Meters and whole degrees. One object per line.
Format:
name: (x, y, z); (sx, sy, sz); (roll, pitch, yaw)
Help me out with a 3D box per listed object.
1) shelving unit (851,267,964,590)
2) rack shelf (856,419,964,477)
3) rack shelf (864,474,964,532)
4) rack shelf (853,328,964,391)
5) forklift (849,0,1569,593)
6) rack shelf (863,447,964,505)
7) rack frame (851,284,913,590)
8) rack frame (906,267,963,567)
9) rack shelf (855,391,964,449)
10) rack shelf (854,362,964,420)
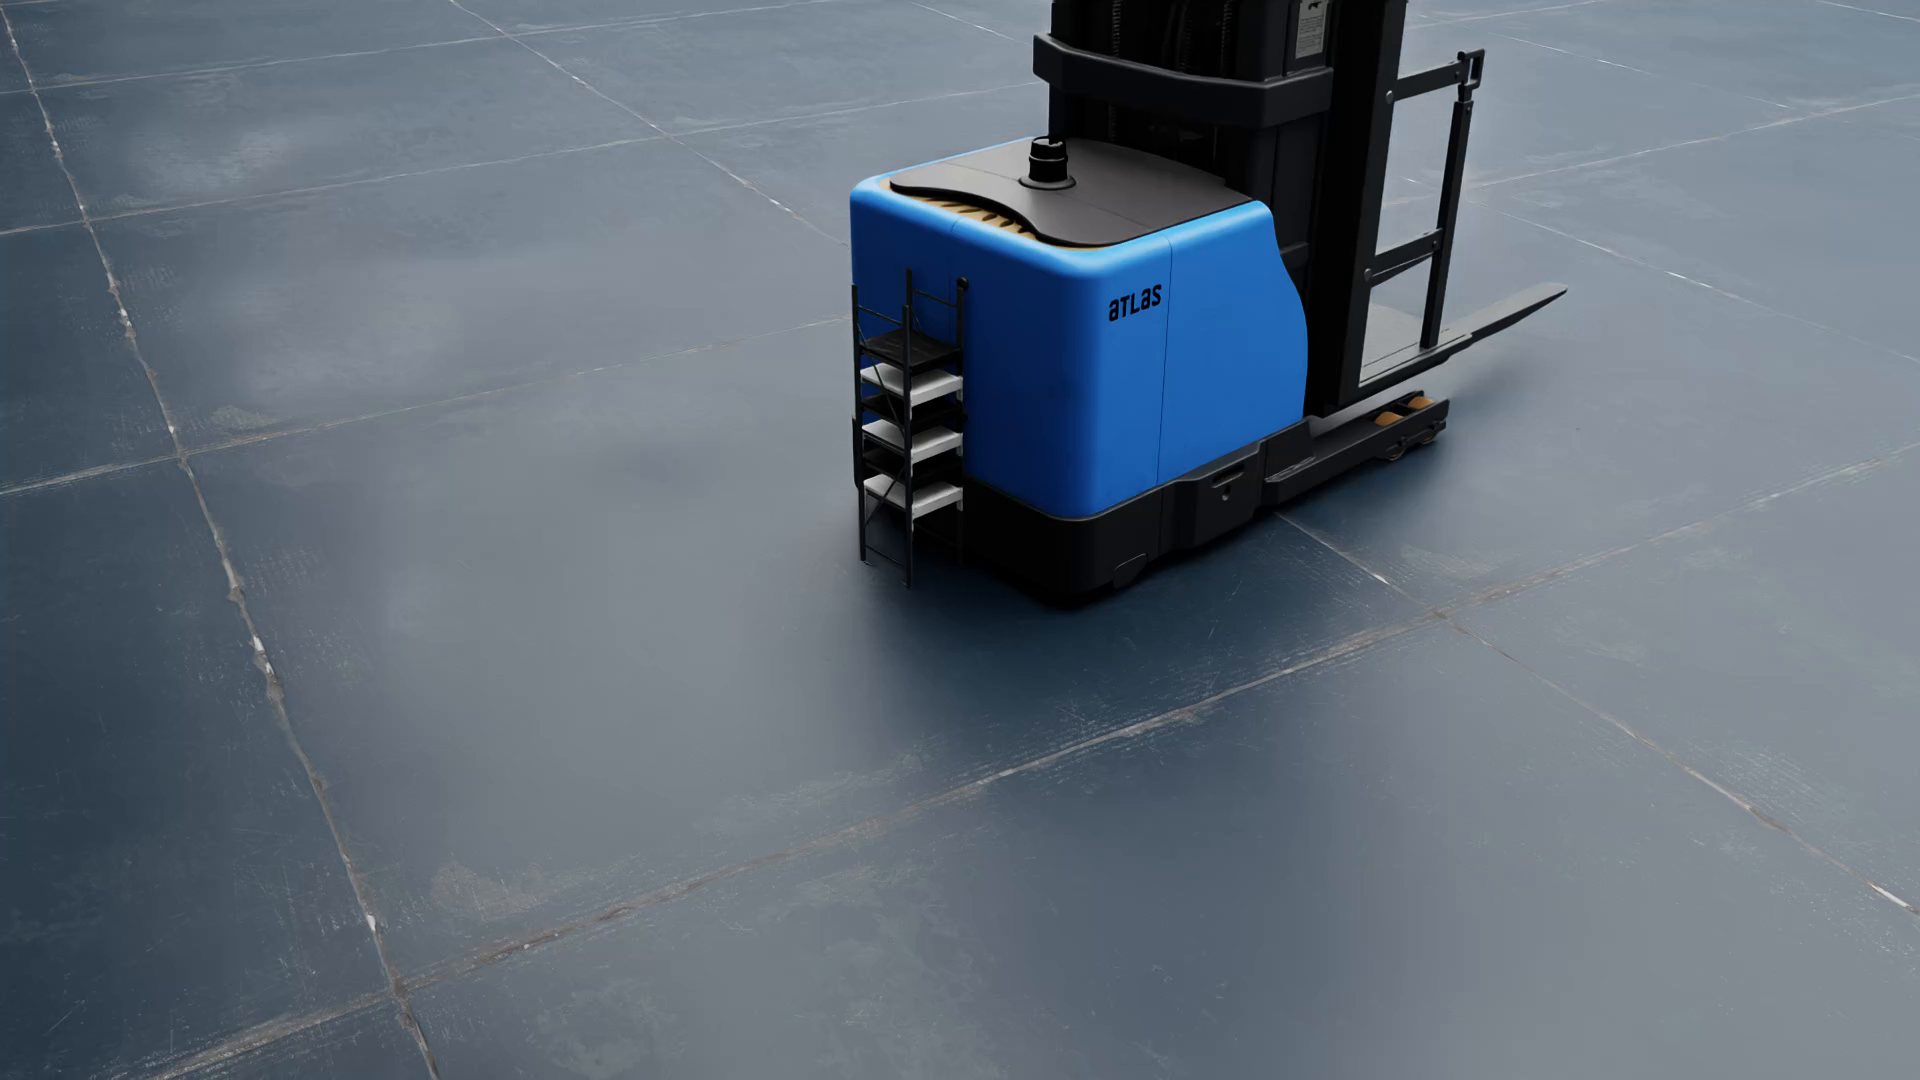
shelving unit: (-0.149, -0.321, 4.900); (0.210, 0.900, 0.258); (-24, 37, -36)
rack shelf: (-0.149, -0.291, 4.916); (0.200, 0.077, 0.258); (-24, 37, -36)
rack shelf: (-0.149, -0.134, 5.003); (0.200, 0.077, 0.258); (-24, 37, -36)
rack shelf: (-0.149, -0.528, 4.785); (0.200, 0.077, 0.258); (-24, 37, -36)
forklift: (1.081, -1.724, 5.340); (3.031, 2.935, 1.130); (-24, 37, -36)
rack shelf: (-0.149, -0.213, 4.959); (0.200, 0.077, 0.258); (-24, 37, -36)
rack frame: (-0.224, -0.287, 4.840); (0.006, 0.900, 0.240); (-24, 37, -36)
rack frame: (-0.074, -0.354, 4.960); (0.006, 0.900, 0.240); (-24, 37, -36)
rack shelf: (-0.149, -0.370, 4.872); (0.200, 0.077, 0.258); (-24, 37, -36)
rack shelf: (-0.149, -0.449, 4.829); (0.200, 0.077, 0.258); (-24, 37, -36)
